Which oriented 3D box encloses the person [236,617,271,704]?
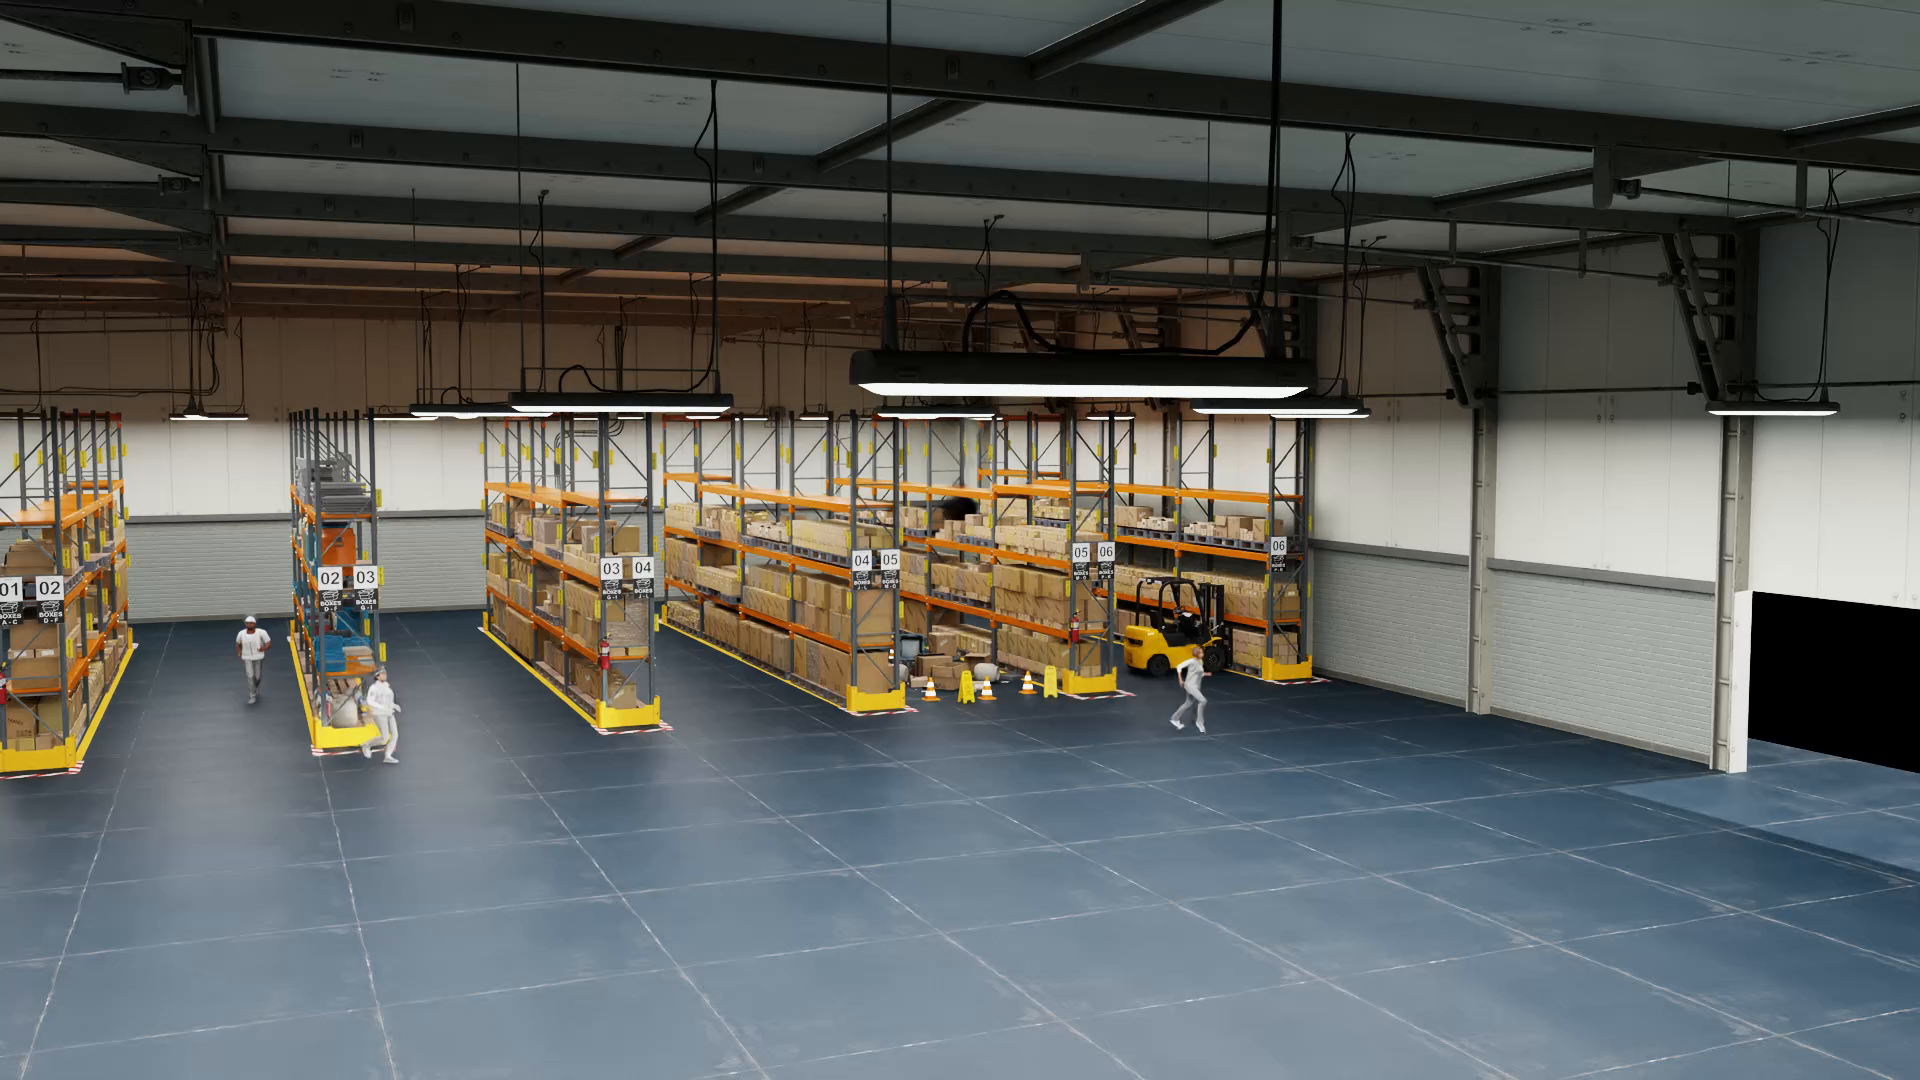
[{"bbox_3d":[-14.570,2.451,34.280,0.672,1.767,0.852,-1,4,-19],"label":"person"}]

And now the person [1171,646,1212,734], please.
[{"bbox_3d":[4.285,2.776,30.840,0.790,1.601,0.555,2,5,31],"label":"person"}]

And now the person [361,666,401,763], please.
[{"bbox_3d":[-9.762,2.933,28.013,0.627,1.649,0.590,1,4,13],"label":"person"}]

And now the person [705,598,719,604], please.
[{"bbox_3d":[-7.390,1.448,49.605,0.769,1.655,0.607,-3,5,-39],"label":"person"}]
